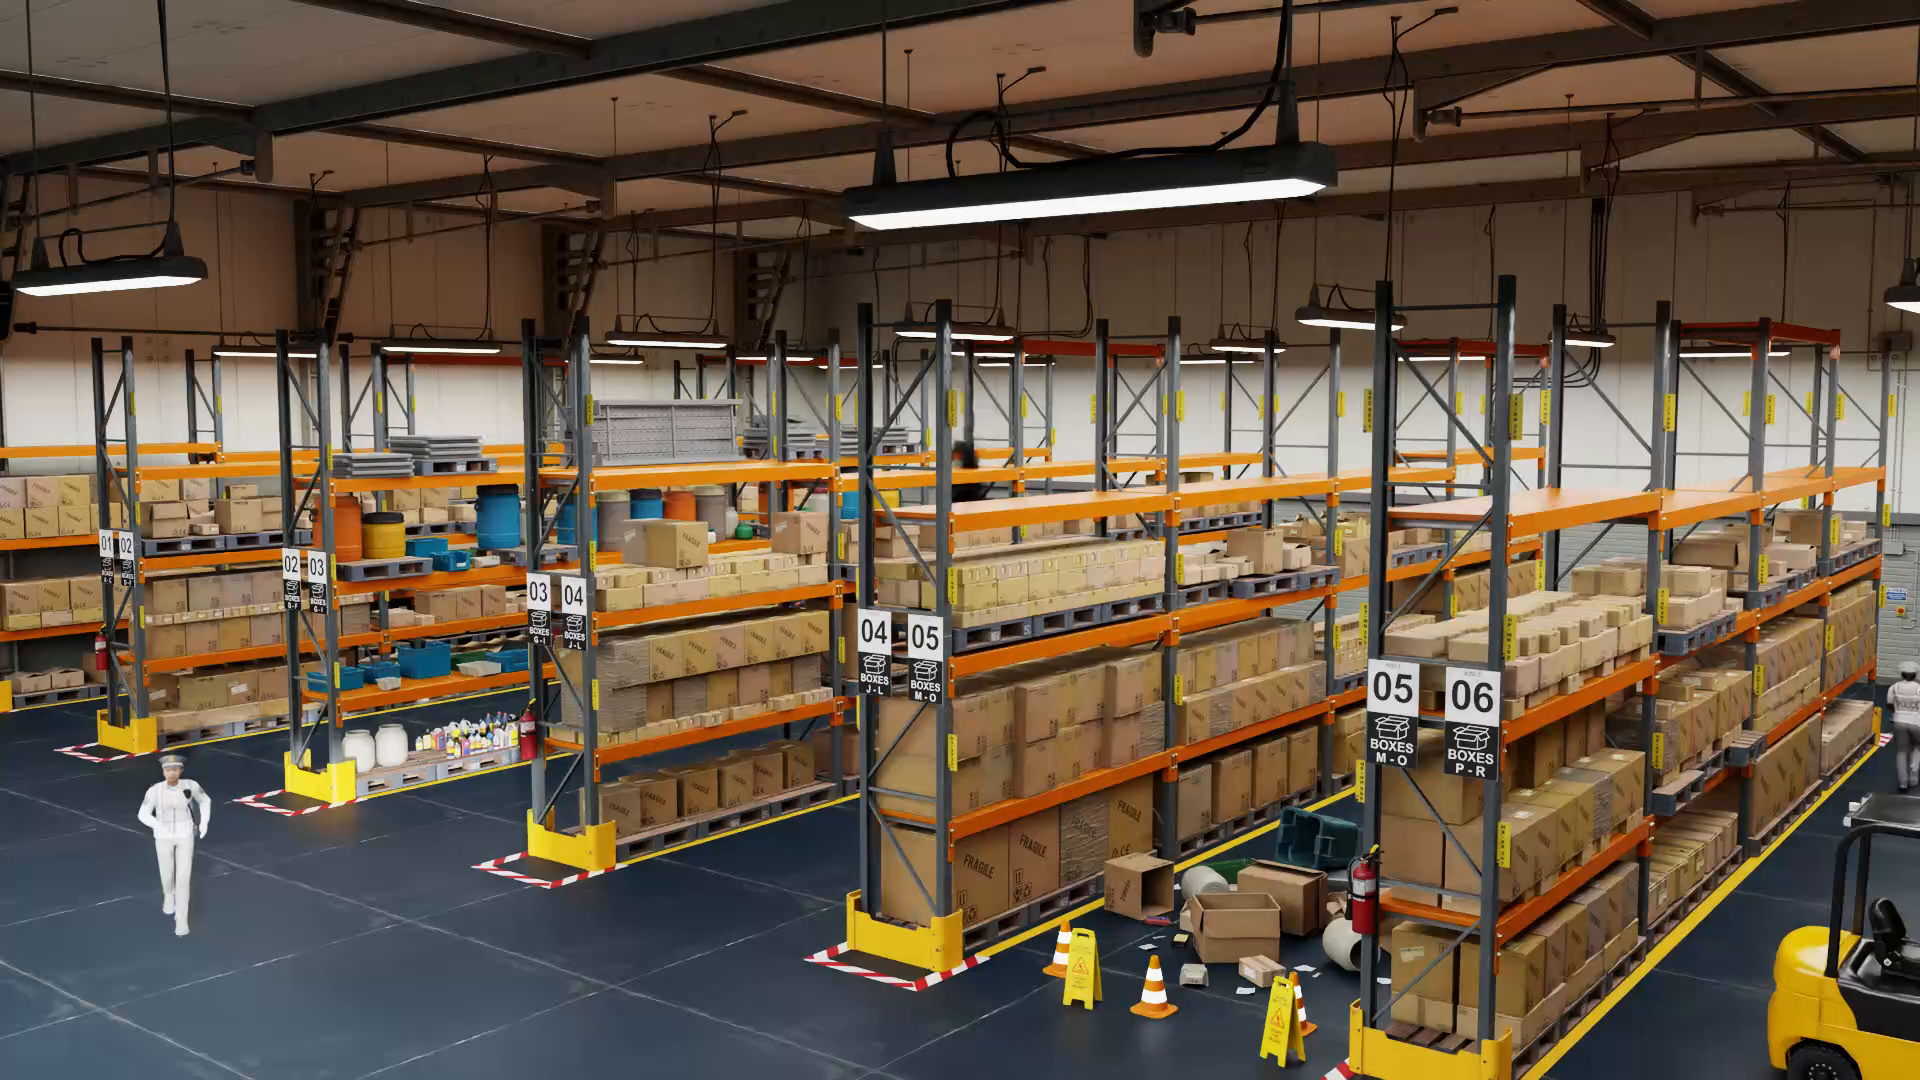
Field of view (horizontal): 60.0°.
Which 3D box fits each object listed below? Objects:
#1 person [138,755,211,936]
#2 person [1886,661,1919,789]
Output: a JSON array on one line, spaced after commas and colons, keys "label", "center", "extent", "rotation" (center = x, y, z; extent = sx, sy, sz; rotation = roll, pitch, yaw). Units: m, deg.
[{"label": "person", "center": [-7.642, 2.918, 16.212], "extent": [0.638, 1.708, 0.818], "rotation": [-2, 5, -24]}, {"label": "person", "center": [12.490, 2.424, 21.880], "extent": [0.542, 1.646, 0.726], "rotation": [3, 6, 29]}]
